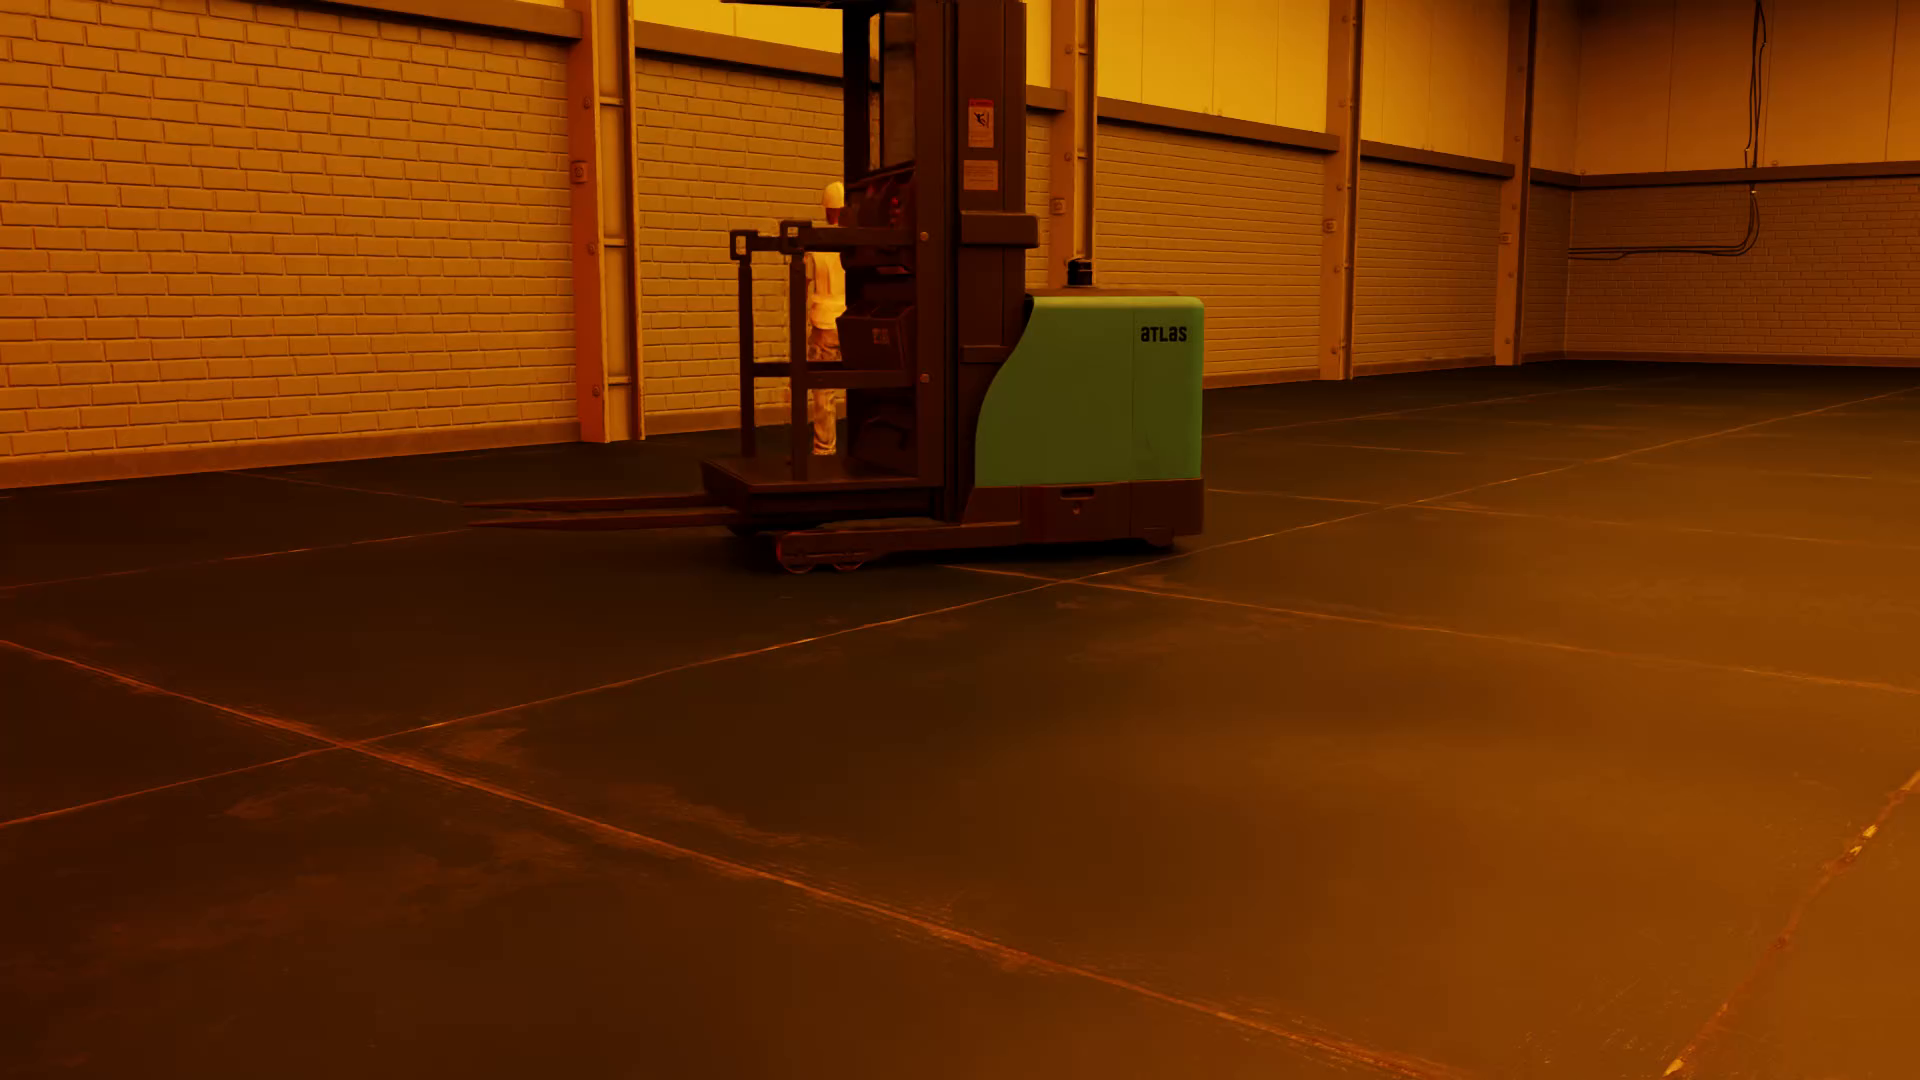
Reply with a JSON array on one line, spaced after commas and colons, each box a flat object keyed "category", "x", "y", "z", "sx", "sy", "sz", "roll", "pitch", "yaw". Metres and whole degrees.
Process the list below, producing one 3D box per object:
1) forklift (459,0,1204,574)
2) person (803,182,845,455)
[{"category": "forklift", "x": -0.534, "y": -1.404, "z": 6.878, "sx": 3.031, "sy": 2.935, "sz": 1.130, "roll": -3, "pitch": 9, "yaw": -19}, {"category": "person", "x": -0.741, "y": -1.353, "z": 10.564, "sx": 0.649, "sy": 1.801, "sz": 0.501, "roll": -2, "pitch": 8, "yaw": -10}]
